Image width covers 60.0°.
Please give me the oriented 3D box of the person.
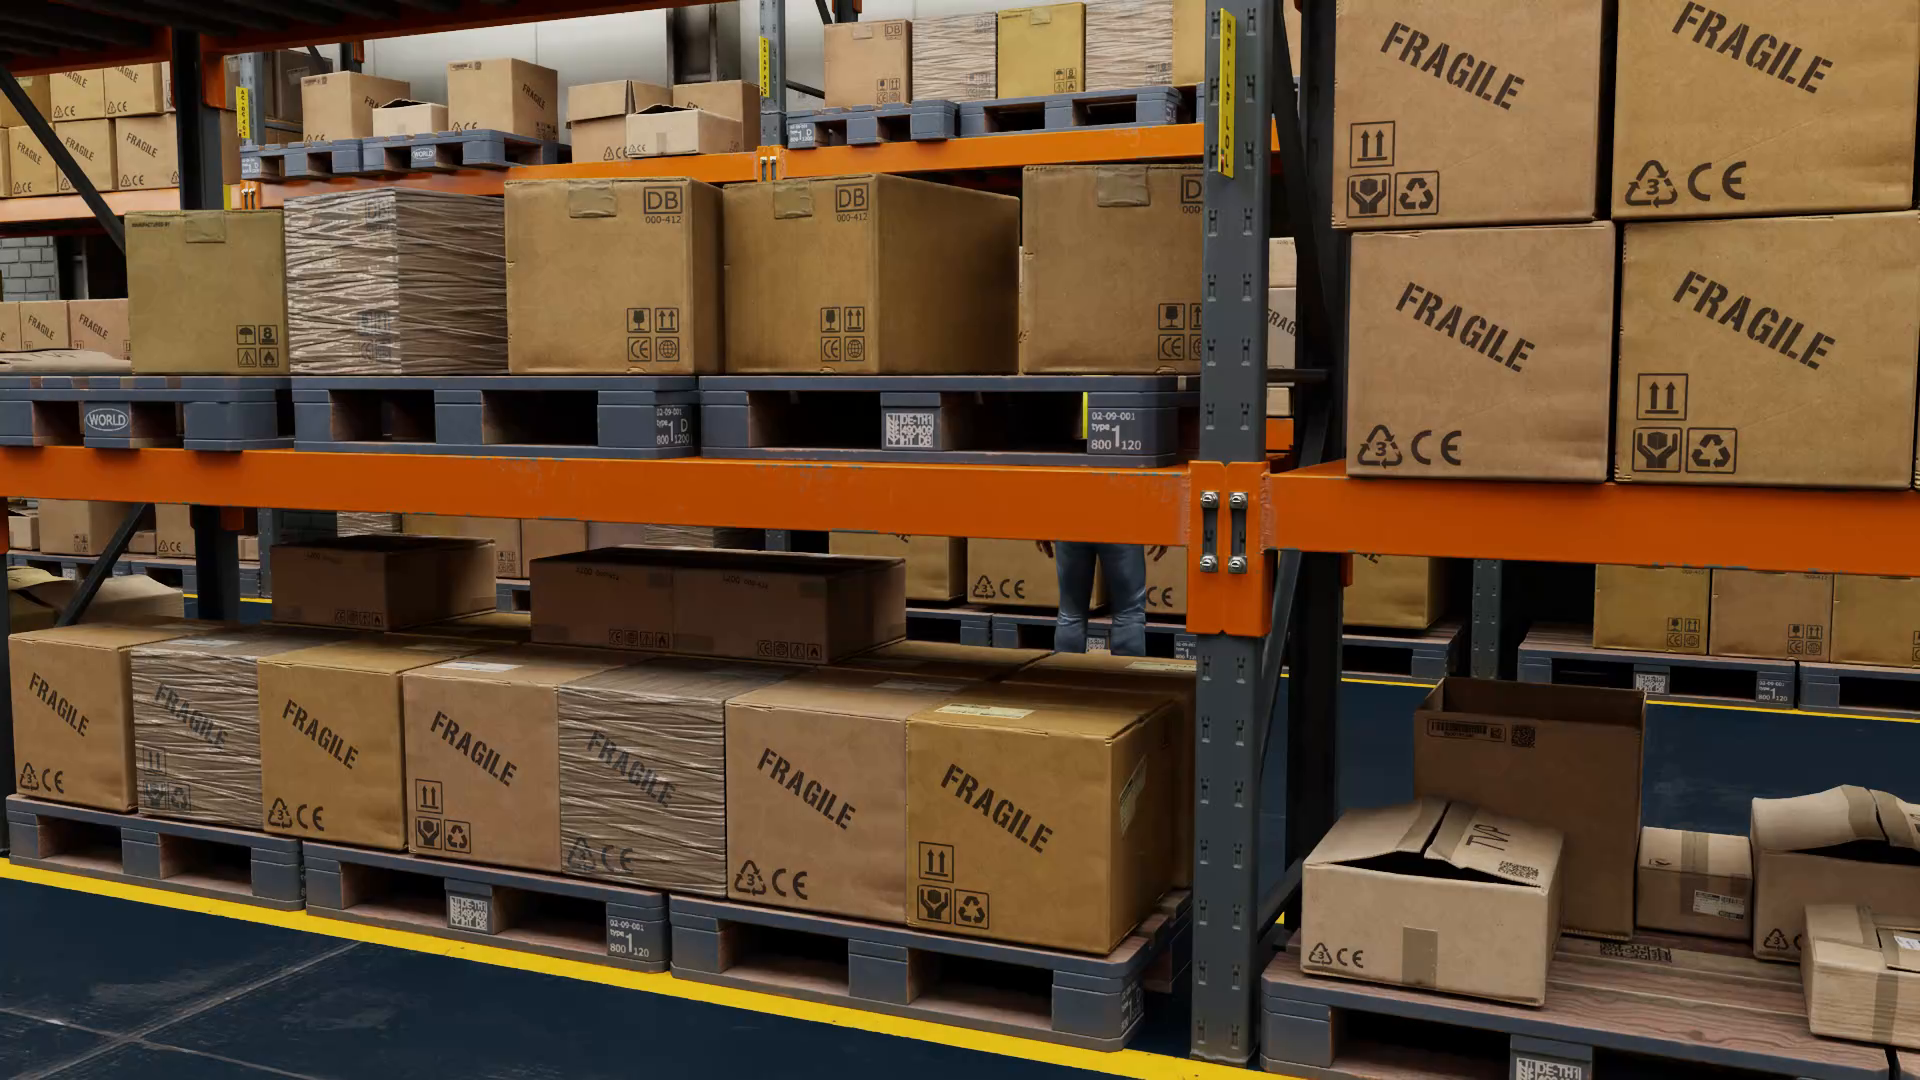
[{"bbox_3d":[0.616,-0.083,7.308,0.627,1.760,0.460,2,6,24],"label":"person"}]
